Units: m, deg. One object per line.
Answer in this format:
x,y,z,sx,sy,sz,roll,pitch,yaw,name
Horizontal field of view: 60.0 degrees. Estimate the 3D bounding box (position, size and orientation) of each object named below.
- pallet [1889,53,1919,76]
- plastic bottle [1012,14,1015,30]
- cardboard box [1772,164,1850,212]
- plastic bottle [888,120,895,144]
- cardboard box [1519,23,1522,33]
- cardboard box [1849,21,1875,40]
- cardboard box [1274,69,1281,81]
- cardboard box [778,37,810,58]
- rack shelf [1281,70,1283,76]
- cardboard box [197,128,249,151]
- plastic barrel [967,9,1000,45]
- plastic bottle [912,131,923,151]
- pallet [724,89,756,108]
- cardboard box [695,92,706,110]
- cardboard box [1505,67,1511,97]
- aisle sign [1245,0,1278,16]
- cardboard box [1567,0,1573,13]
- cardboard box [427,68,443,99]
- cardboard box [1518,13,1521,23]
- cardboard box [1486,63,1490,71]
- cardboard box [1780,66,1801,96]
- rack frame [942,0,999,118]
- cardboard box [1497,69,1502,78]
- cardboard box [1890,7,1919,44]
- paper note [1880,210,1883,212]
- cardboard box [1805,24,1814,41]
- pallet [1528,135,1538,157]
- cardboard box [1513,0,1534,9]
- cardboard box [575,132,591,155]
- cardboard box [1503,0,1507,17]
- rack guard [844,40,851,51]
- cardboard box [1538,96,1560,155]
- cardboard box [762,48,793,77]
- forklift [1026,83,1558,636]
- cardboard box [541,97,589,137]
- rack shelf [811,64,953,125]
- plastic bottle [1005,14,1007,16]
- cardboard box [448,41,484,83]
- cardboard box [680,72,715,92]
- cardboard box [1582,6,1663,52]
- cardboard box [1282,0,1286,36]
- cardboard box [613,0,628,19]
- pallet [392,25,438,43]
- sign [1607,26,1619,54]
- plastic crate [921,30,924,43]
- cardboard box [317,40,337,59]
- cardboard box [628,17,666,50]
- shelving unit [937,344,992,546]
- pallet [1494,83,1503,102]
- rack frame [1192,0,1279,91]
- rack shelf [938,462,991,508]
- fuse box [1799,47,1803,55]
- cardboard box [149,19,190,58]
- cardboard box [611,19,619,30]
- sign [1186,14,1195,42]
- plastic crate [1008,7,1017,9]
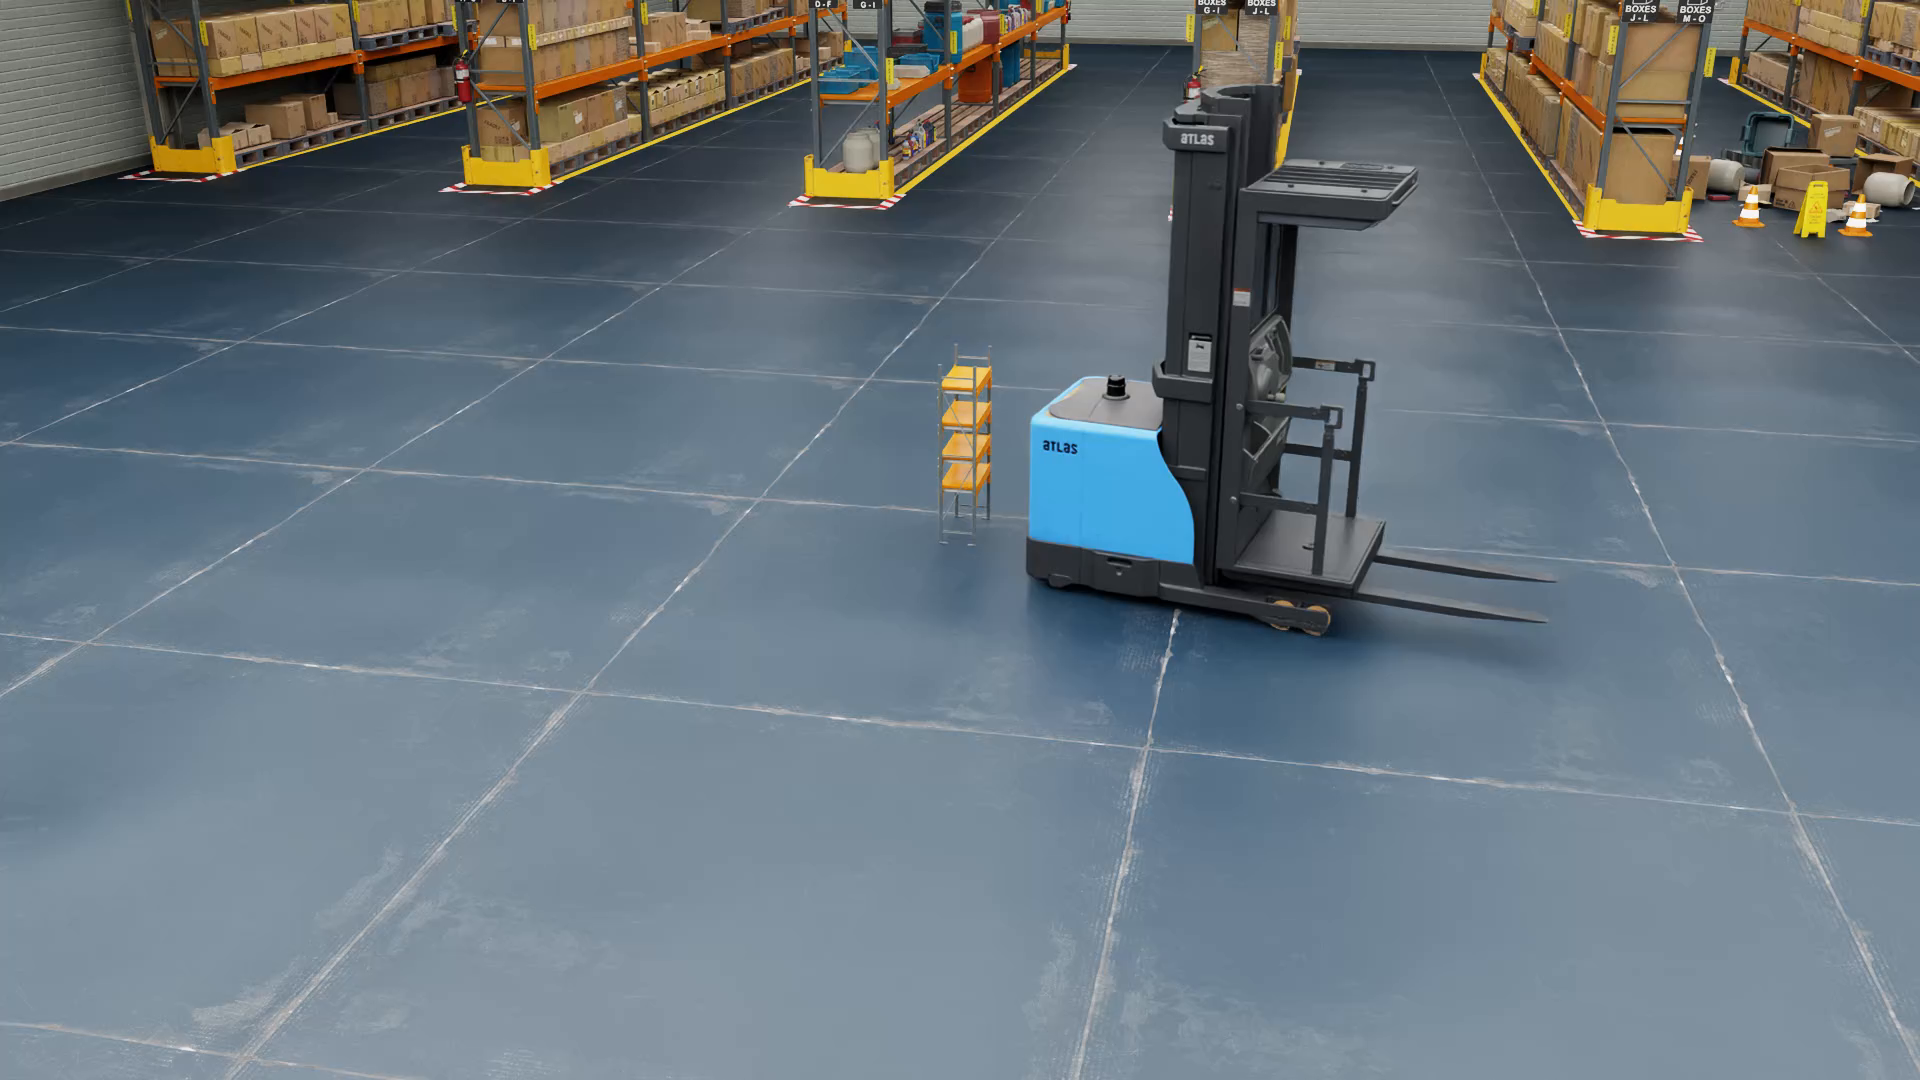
14.368,-6.972,24.407,1.003,0.211,1.213,4,22,11,pallet
0.979,-9.621,30.883,0.061,0.283,0.133,4,22,11,plastic bottle
10.980,-4.540,21.452,0.797,0.503,0.637,-11,25,-26,cardboard box
-1.064,-6.159,25.088,0.144,0.351,0.185,4,22,11,plastic bottle
9.621,-8.607,27.984,0.380,0.149,0.250,5,22,12,cardboard box
14.582,-8.147,26.599,0.500,0.250,0.500,4,22,11,cardboard box
4.346,-6.586,23.527,0.380,0.149,0.250,4,22,11,cardboard box
-3.472,-10.497,35.654,0.797,0.503,0.637,4,22,11,cardboard box
4.623,-7.478,26.370,1.077,0.370,4.000,4,22,11,rack shelf
-10.920,-5.954,24.631,0.500,0.311,0.500,2,22,5,cardboard box
0.384,-8.791,28.485,0.600,0.536,0.708,4,22,11,plastic barrel
-0.626,-5.894,24.530,0.152,0.276,0.135,5,22,12,plastic bottle
-4.477,-8.277,31.122,1.003,0.211,1.213,4,22,11,pallet
-4.742,-7.636,28.917,0.500,0.250,0.500,5,22,12,cardboard box
10.271,-8.377,30.421,0.500,0.500,0.500,5,23,13,cardboard box
3.679,-6.778,20.189,0.394,0.787,0.004,4,22,11,aisle sign
9.351,-7.731,24.562,0.700,0.500,0.500,5,22,11,cardboard box
-9.832,-8.274,30.140,0.700,0.500,0.500,4,22,11,cardboard box
9.676,-8.846,28.178,0.380,0.149,0.250,5,22,11,cardboard box
11.078,-9.759,34.325,0.380,0.149,0.250,5,22,12,cardboard box
15.782,-8.479,30.759,0.875,0.438,0.875,4,22,10,cardboard box
0.182,-8.921,28.990,1.000,3.000,0.127,4,22,11,rack frame
10.515,-8.940,31.893,0.380,0.149,0.250,4,22,9,cardboard box
14.212,-7.635,24.701,0.500,0.500,0.500,5,22,12,cardboard box
11.802,-4.225,21.332,0.032,0.001,0.123,4,22,11,paper note
15.096,-8.851,29.017,0.500,0.250,0.500,4,22,10,cardboard box
9.380,-6.108,25.736,1.003,0.211,1.213,4,22,11,pallet
9.888,-9.364,29.066,0.380,0.149,0.250,5,23,13,cardboard box
-5.771,-5.839,24.455,0.500,0.250,0.500,4,22,11,cardboard box
10.611,-10.164,31.544,0.500,0.500,0.500,4,22,9,cardboard box
-3.050,-11.039,37.593,1.175,0.500,0.348,4,22,11,rack guard
9.088,-6.051,24.312,1.050,0.750,0.750,4,22,11,cardboard box
-3.670,-9.605,33.445,0.500,0.500,0.500,4,22,11,cardboard box
1.969,-1.040,9.512,3.031,2.935,1.130,9,24,21,forklift
-5.782,-6.188,24.317,0.500,0.500,0.500,4,22,11,cardboard box
-1.042,-6.393,23.675,1.077,0.370,4.000,4,22,11,rack shelf
0.856,-9.706,31.111,0.097,0.271,0.097,0,22,0,plastic bottle
-9.238,-9.133,31.831,0.750,0.750,0.750,4,22,10,cardboard box
-4.632,-8.079,29.265,0.500,0.311,0.500,4,22,10,cardboard box
8.697,-6.707,21.845,0.875,0.550,0.550,4,22,11,cardboard box
4.188,-7.178,22.790,0.500,0.500,0.500,4,22,11,cardboard box
-5.567,-8.323,25.633,0.700,0.500,0.500,5,22,11,cardboard box
-9.881,-8.860,29.095,1.003,0.211,1.213,4,22,11,pallet
7.705,-5.896,19.612,0.100,0.325,0.005,4,22,11,sign
-0.714,-7.878,26.421,0.392,0.384,0.575,4,22,11,plastic crate
-10.243,-7.775,26.318,0.500,0.250,0.500,5,22,11,cardboard box
-5.203,-8.356,27.452,0.500,0.500,0.500,6,23,15,cardboard box
0.034,-0.617,10.780,0.258,1.200,0.503,4,22,11,shelving unit
10.784,-8.546,31.791,1.003,0.211,1.213,4,22,11,pallet
3.398,-5.618,20.787,1.000,3.000,0.127,4,22,11,rack frame
0.034,-0.371,10.879,0.258,0.148,0.480,4,22,11,rack shelf
19.519,-11.967,38.276,0.539,1.711,0.414,4,22,11,fuse box
-11.261,-7.227,23.953,0.500,0.500,0.500,4,22,10,cardboard box
-5.432,-7.882,25.408,0.380,0.149,0.250,4,22,9,cardboard box
2.859,-6.351,20.635,0.100,0.325,0.005,4,22,11,sign
0.963,-10.714,33.729,0.437,0.125,0.590,4,22,11,plastic crate
